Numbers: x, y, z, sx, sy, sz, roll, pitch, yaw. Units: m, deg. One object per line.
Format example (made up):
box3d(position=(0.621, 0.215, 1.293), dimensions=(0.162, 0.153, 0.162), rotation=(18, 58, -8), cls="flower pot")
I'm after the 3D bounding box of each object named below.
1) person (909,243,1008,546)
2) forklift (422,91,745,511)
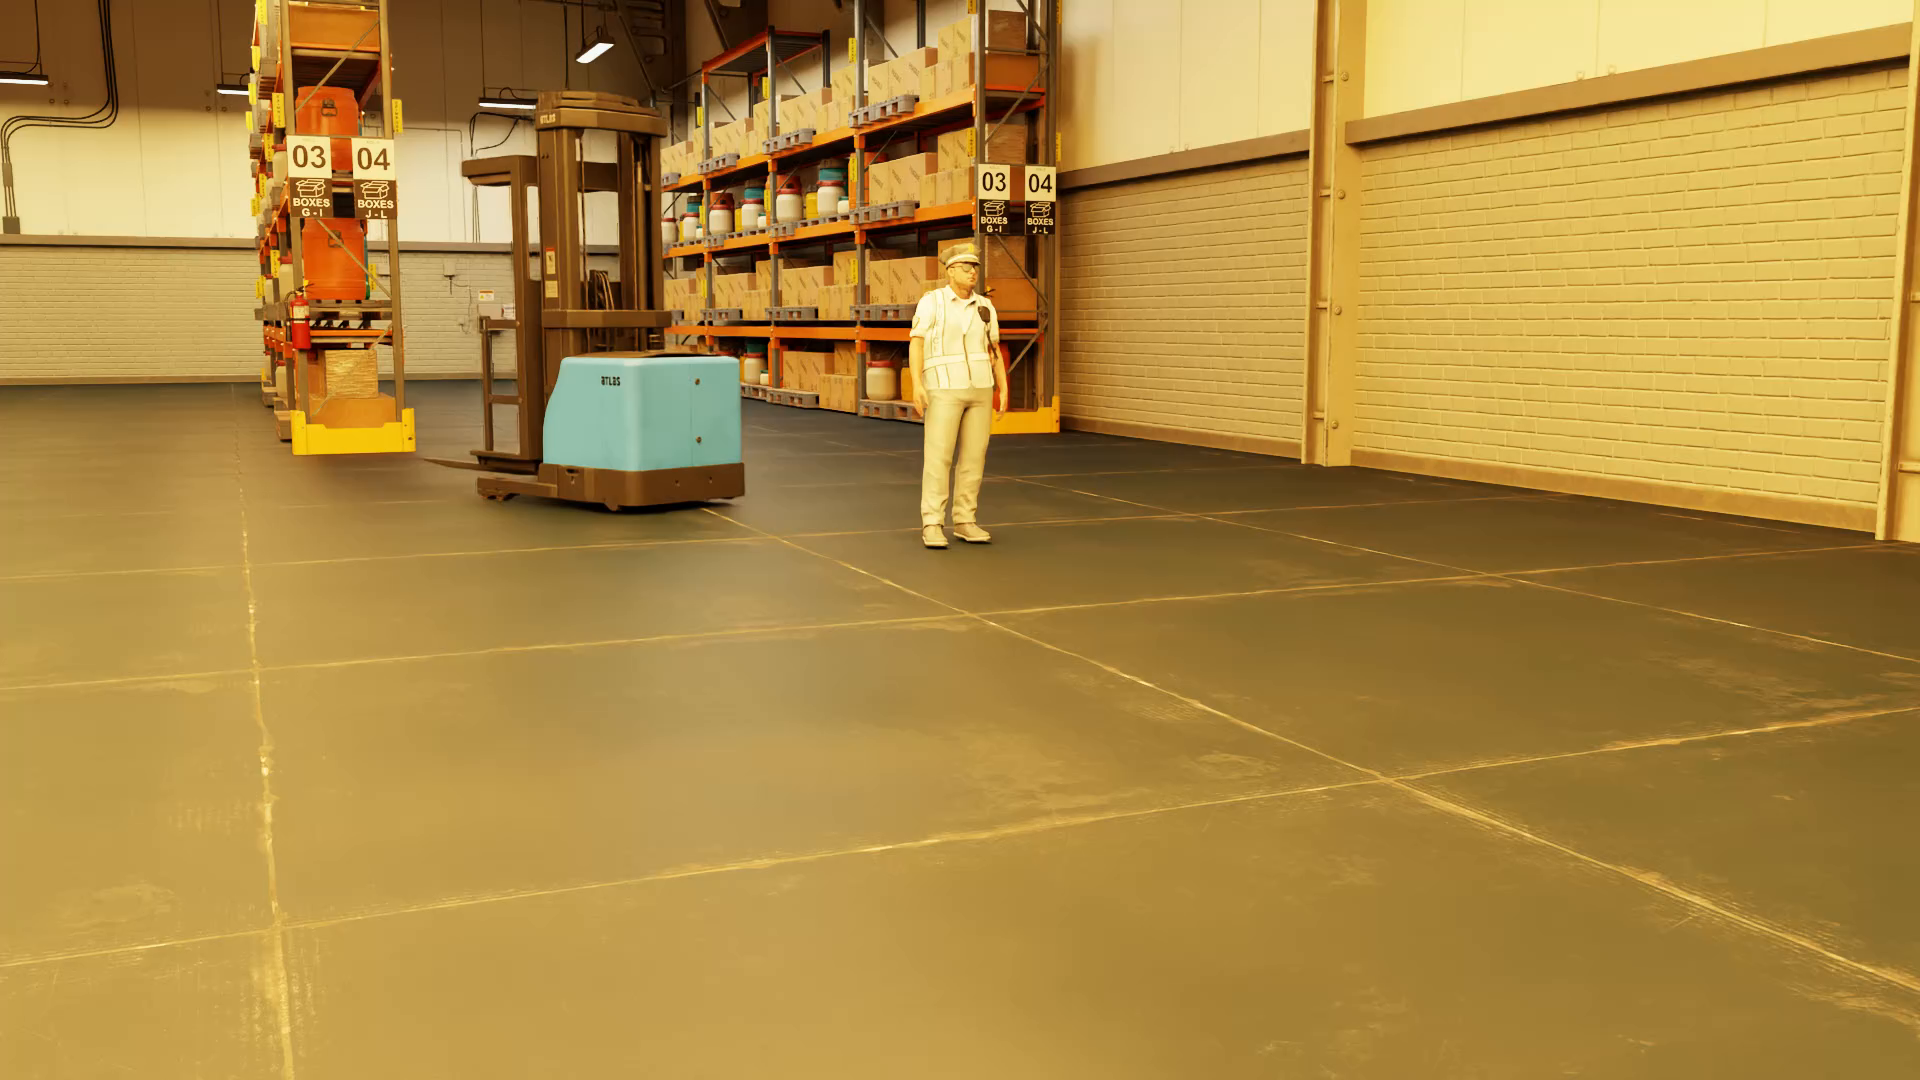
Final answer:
box3d(position=(0.021, -0.881, 9.961), dimensions=(0.641, 1.780, 0.574), rotation=(-3, 8, -23), cls="person")
box3d(position=(-2.997, -1.788, 12.506), dimensions=(3.031, 2.935, 1.130), rotation=(7, 10, 41), cls="forklift")
